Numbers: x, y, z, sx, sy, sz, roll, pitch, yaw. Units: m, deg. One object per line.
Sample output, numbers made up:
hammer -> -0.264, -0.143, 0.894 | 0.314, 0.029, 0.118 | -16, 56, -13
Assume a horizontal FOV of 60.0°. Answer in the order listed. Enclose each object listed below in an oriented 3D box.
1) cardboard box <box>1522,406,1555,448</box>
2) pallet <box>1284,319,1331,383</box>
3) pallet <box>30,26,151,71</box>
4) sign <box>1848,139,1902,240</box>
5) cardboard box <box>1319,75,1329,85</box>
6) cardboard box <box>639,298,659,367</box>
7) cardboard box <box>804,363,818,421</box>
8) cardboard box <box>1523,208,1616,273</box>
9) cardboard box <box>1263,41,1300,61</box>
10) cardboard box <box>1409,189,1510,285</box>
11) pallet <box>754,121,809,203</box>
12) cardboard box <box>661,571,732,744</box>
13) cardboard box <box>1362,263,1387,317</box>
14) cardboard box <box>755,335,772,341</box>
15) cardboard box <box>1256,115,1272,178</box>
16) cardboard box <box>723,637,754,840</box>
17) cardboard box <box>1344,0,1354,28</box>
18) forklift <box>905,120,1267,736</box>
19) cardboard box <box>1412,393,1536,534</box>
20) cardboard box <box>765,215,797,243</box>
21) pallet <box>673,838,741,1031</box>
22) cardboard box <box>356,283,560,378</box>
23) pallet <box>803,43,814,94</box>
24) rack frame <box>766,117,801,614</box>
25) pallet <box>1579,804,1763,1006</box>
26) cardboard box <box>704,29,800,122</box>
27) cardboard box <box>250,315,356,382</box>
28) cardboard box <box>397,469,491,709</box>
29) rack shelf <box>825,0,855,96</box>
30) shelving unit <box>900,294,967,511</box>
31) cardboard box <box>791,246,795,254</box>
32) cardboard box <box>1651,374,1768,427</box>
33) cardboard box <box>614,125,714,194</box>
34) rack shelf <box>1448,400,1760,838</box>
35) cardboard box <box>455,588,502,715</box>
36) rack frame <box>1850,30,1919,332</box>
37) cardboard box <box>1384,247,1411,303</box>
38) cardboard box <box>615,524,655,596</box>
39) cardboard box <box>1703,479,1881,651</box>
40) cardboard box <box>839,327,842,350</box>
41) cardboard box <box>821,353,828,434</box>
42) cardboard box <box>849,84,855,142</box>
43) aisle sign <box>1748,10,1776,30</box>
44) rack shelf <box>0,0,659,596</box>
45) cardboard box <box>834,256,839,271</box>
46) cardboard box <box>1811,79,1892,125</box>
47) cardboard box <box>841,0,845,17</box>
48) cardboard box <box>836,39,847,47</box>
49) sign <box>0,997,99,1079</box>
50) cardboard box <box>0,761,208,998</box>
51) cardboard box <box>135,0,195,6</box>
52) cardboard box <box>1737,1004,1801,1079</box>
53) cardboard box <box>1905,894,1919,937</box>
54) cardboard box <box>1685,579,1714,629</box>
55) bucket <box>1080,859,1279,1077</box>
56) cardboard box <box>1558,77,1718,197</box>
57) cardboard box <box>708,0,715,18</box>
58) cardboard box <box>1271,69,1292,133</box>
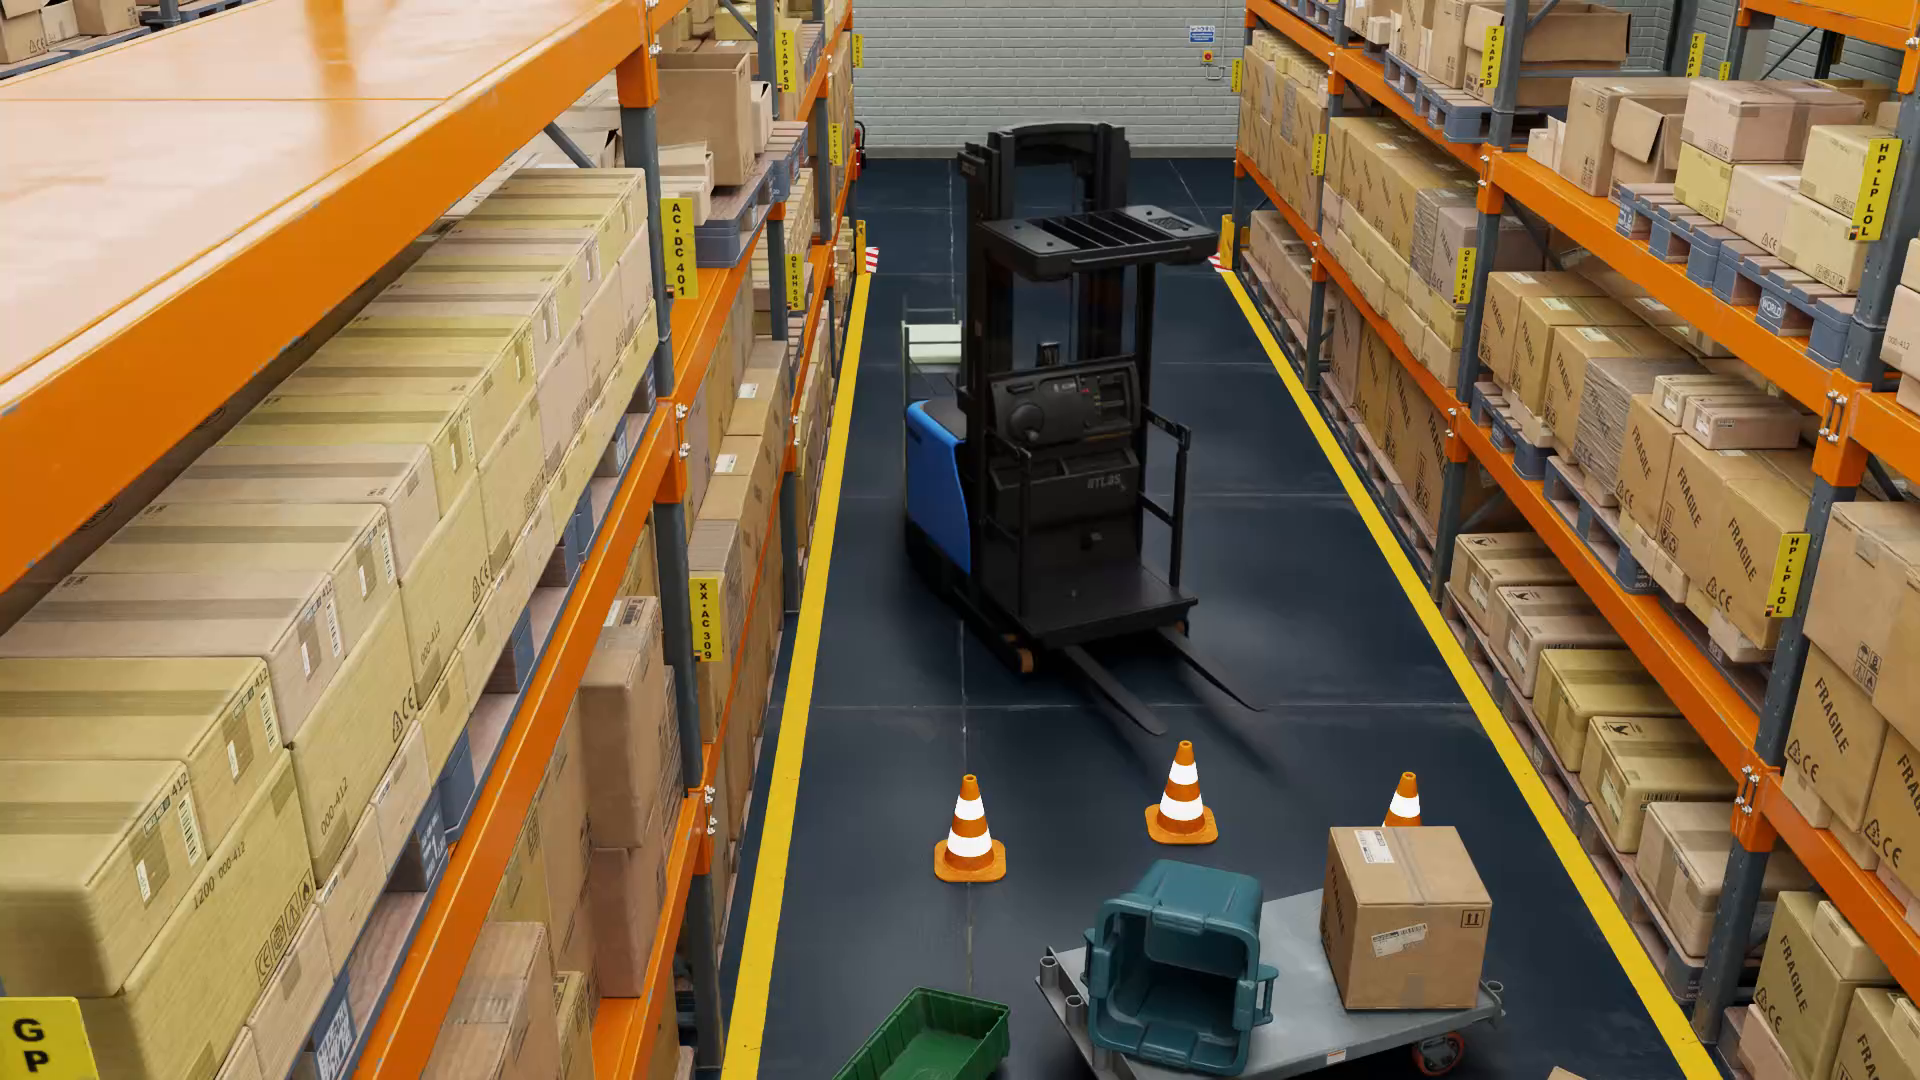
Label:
cardboard box -> 3.183, -0.596, 8.722 | 0.380, 0.149, 0.250 | 0, 24, 0
pallet -> 3.483, -1.688, 14.726 | 1.003, 0.211, 1.213 | 0, 24, -1
pallet -> -6.437, -3.502, 11.946 | 0.805, 0.209, 1.217 | -1, 24, -3
sign -> 2.946, -1.126, 5.355 | 0.100, 0.325, 0.005 | 0, 24, -1
cardboard box -> 3.205, -3.779, 13.844 | 0.380, 0.149, 0.250 | 0, 24, 0
cardboard box -> -1.124, -0.625, 5.026 | 0.380, 0.149, 0.250 | 0, 24, -1
cardboard box -> -1.255, -1.025, 11.490 | 0.500, 0.250, 0.500 | 0, 24, 0
cardboard box -> 3.696, -1.702, 10.039 | 0.500, 0.500, 0.500 | -1, 24, -2
cardboard box -> 3.080, -4.619, 15.700 | 0.380, 0.149, 0.250 | -1, 24, -2
cardboard box -> 3.176, -1.921, 10.523 | 0.500, 0.500, 0.500 | 0, 24, 0
pallet -> -1.431, -1.948, 8.507 | 1.213, 0.211, 1.003 | 1, 24, 2
cardboard box -> -1.184, 0.452, 6.489 | 0.500, 0.500, 0.500 | 0, 24, 0
cardboard box -> 3.147, -1.764, 11.691 | 0.500, 0.250, 0.500 | -1, 24, -1
cardboard box -> -1.295, -1.195, 10.047 | 0.380, 0.149, 0.250 | -1, 24, -1
cardboard box -> 3.109, -3.722, 15.717 | 0.500, 0.500, 0.500 | 0, 24, -1
cardboard box -> -1.551, 0.896, 7.849 | 1.050, 0.750, 0.750 | 0, 24, -1
cardboard box -> 3.069, -3.934, 12.322 | 0.396, 0.266, 0.258 | 0, 24, -1
forklift -> 0.700, -0.758, 9.370 | 1.130, 2.935, 3.031 | -10, 26, -22
cardboard box -> 3.533, -0.505, 10.795 | 0.875, 0.875, 0.875 | 0, 24, -1
cardboard box -> -1.318, -2.116, 11.363 | 0.380, 0.149, 0.250 | -1, 24, -1
pallet -> -1.532, 1.668, 7.305 | 1.003, 0.211, 1.213 | 0, 24, -1
cardboard box -> -1.112, -0.468, 3.710 | 0.380, 0.149, 0.250 | -1, 24, -1
pallet -> -1.621, -3.180, 11.229 | 1.213, 0.211, 1.003 | 0, 24, -1
rack frame -> -1.491, -0.933, 9.672 | 1.000, 3.000, 0.127 | 0, 24, -1
pallet -> 3.491, 1.601, 7.453 | 1.003, 0.211, 1.213 | 0, 24, -1
cardboard box -> -1.244, -2.787, 10.012 | 0.500, 0.500, 0.500 | 0, 24, -1
cardboard box -> -1.709, -0.337, 3.905 | 0.500, 0.250, 0.500 | -1, 24, -1
cardboard box -> -1.166, 0.076, 2.992 | 0.500, 0.250, 0.500 | 0, 24, -1
rack shelf -> -1.557, -4.444, 14.669 | 1.077, 0.370, 4.000 | 0, 24, -1
shelving unit -> -0.176, -0.828, 11.260 | 0.431, 1.500, 0.755 | -1, 24, -3
cardboard box -> -1.311, -1.876, 11.192 | 0.380, 0.149, 0.250 | 0, 24, -1
cardboard box -> 3.223, -0.602, 7.163 | 0.380, 0.149, 0.250 | -1, 24, -3
cardboard box -> -1.256, -1.599, 7.037 | 0.396, 0.266, 0.258 | 0, 24, -1
rack shelf -> 3.479, 0.155, 8.140 | 1.077, 0.370, 4.000 | 0, 24, -1
cardboard box -> -1.101, 0.212, 3.175 | 0.380, 0.149, 0.250 | 0, 24, -1
rack frame -> 3.501, -2.082, 4.933 | 1.000, 3.000, 0.127 | 0, 24, -1
cardboard box -> 3.163, -1.777, 11.114 | 0.500, 0.250, 0.500 | -1, 24, -2
cardboard box -> -1.478, 0.307, 5.438 | 0.875, 0.550, 0.550 | 0, 24, -1
cardboard box -> 3.266, 0.090, 6.419 | 0.500, 0.500, 0.500 | -1, 24, -2
cardboard box -> -1.221, -1.734, 14.395 | 0.380, 0.149, 0.250 | 0, 24, 1
cardboard box -> -1.270, -1.118, 12.606 | 0.500, 0.500, 0.500 | -1, 24, -2
cardboard box -> -1.317, -4.226, 16.472 | 0.500, 0.500, 0.500 | 0, 24, 1
aisle sign -> 8.039, -5.528, 16.679 | 0.394, 0.787, 0.004 | 0, 24, -1
rack shelf -> -1.426, -0.684, 3.200 | 1.077, 0.370, 4.000 | 0, 24, -1
cardboard box -> -1.323, -2.531, 15.435 | 0.380, 0.149, 0.250 | 0, 24, 0
cardboard box -> 8.085, -3.920, 15.187 | 0.500, 0.500, 0.500 | 0, 24, 1
cardboard box -> -1.279, -4.708, 14.561 | 0.500, 0.250, 0.500 | 1, 24, 2
cardboard box -> -1.320, -4.470, 15.797 | 0.500, 0.500, 0.500 | -1, 24, -2
sign -> -0.849, 0.563, 1.569 | 0.100, 0.325, 0.005 | 0, 24, -1
cardboard box -> -1.090, 0.372, 1.853 | 0.380, 0.149, 0.250 | 0, 24, 0
cardboard box -> -6.565, -4.572, 13.326 | 0.700, 0.500, 0.500 | -2, 24, -4
cardboard box -> 3.237, 1.957, 6.109 | 0.500, 0.250, 0.500 | -1, 24, -3
cardboard box -> 3.239, 1.213, 5.234 | 0.380, 0.149, 0.250 | 0, 24, 1
cardboard box -> 3.234, 0.255, 6.841 | 0.380, 0.149, 0.250 | -1, 24, -2
bucket -> 0.859, 1.560, 6.288 | 0.726, 0.611, 0.620 | 8, 16, 18
cardboard box -> 3.457, -2.018, 8.311 | 0.700, 0.500, 0.500 | 0, 24, -1
cardboard box -> -1.650, -3.549, 11.182 | 0.797, 0.503, 0.637 | -1, 24, -1
cardboard box -> 3.123, -3.965, 15.041 | 0.500, 0.500, 0.500 | 0, 24, 0
